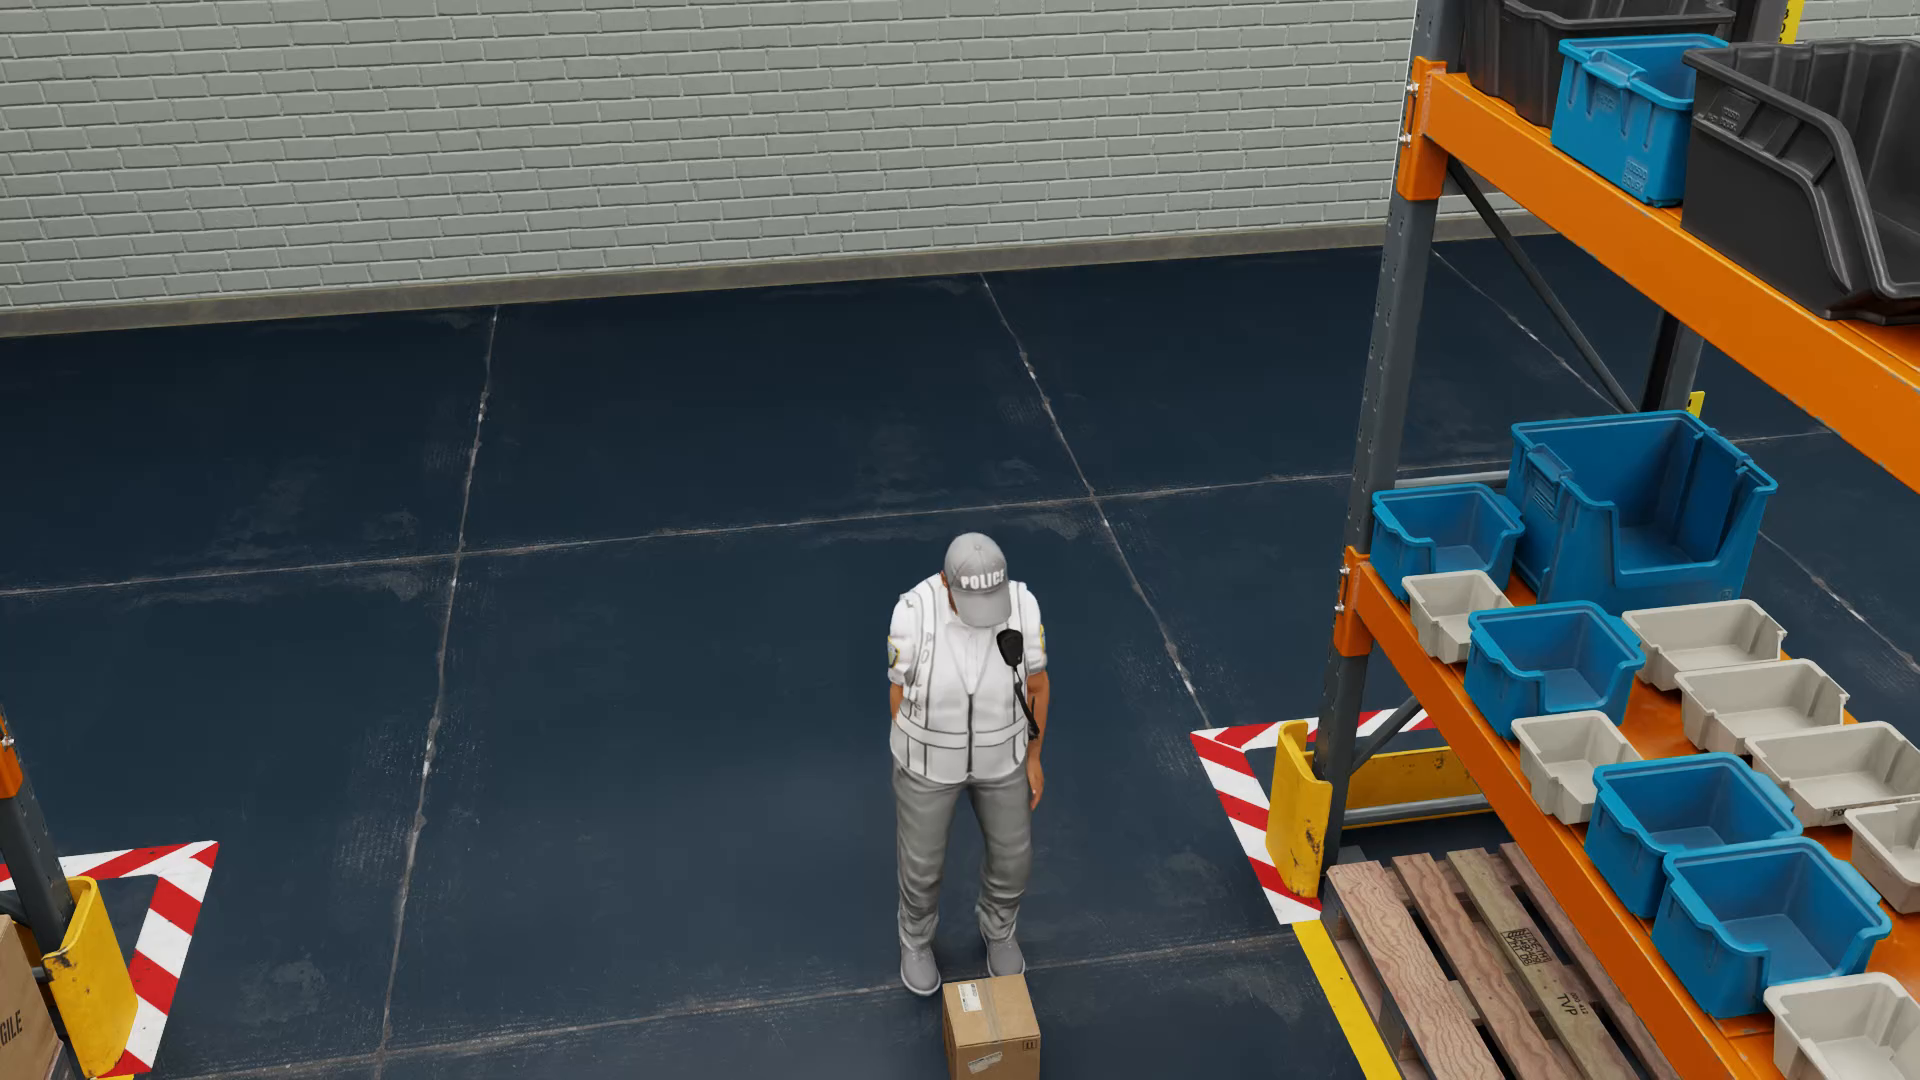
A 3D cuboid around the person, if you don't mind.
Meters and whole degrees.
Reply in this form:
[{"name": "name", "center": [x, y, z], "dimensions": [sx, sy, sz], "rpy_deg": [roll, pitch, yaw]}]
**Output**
[{"name": "person", "center": [0.031, 0.670, 5.043], "dimensions": [0.483, 1.643, 0.428], "rpy_deg": [-5, 31, -8]}]
